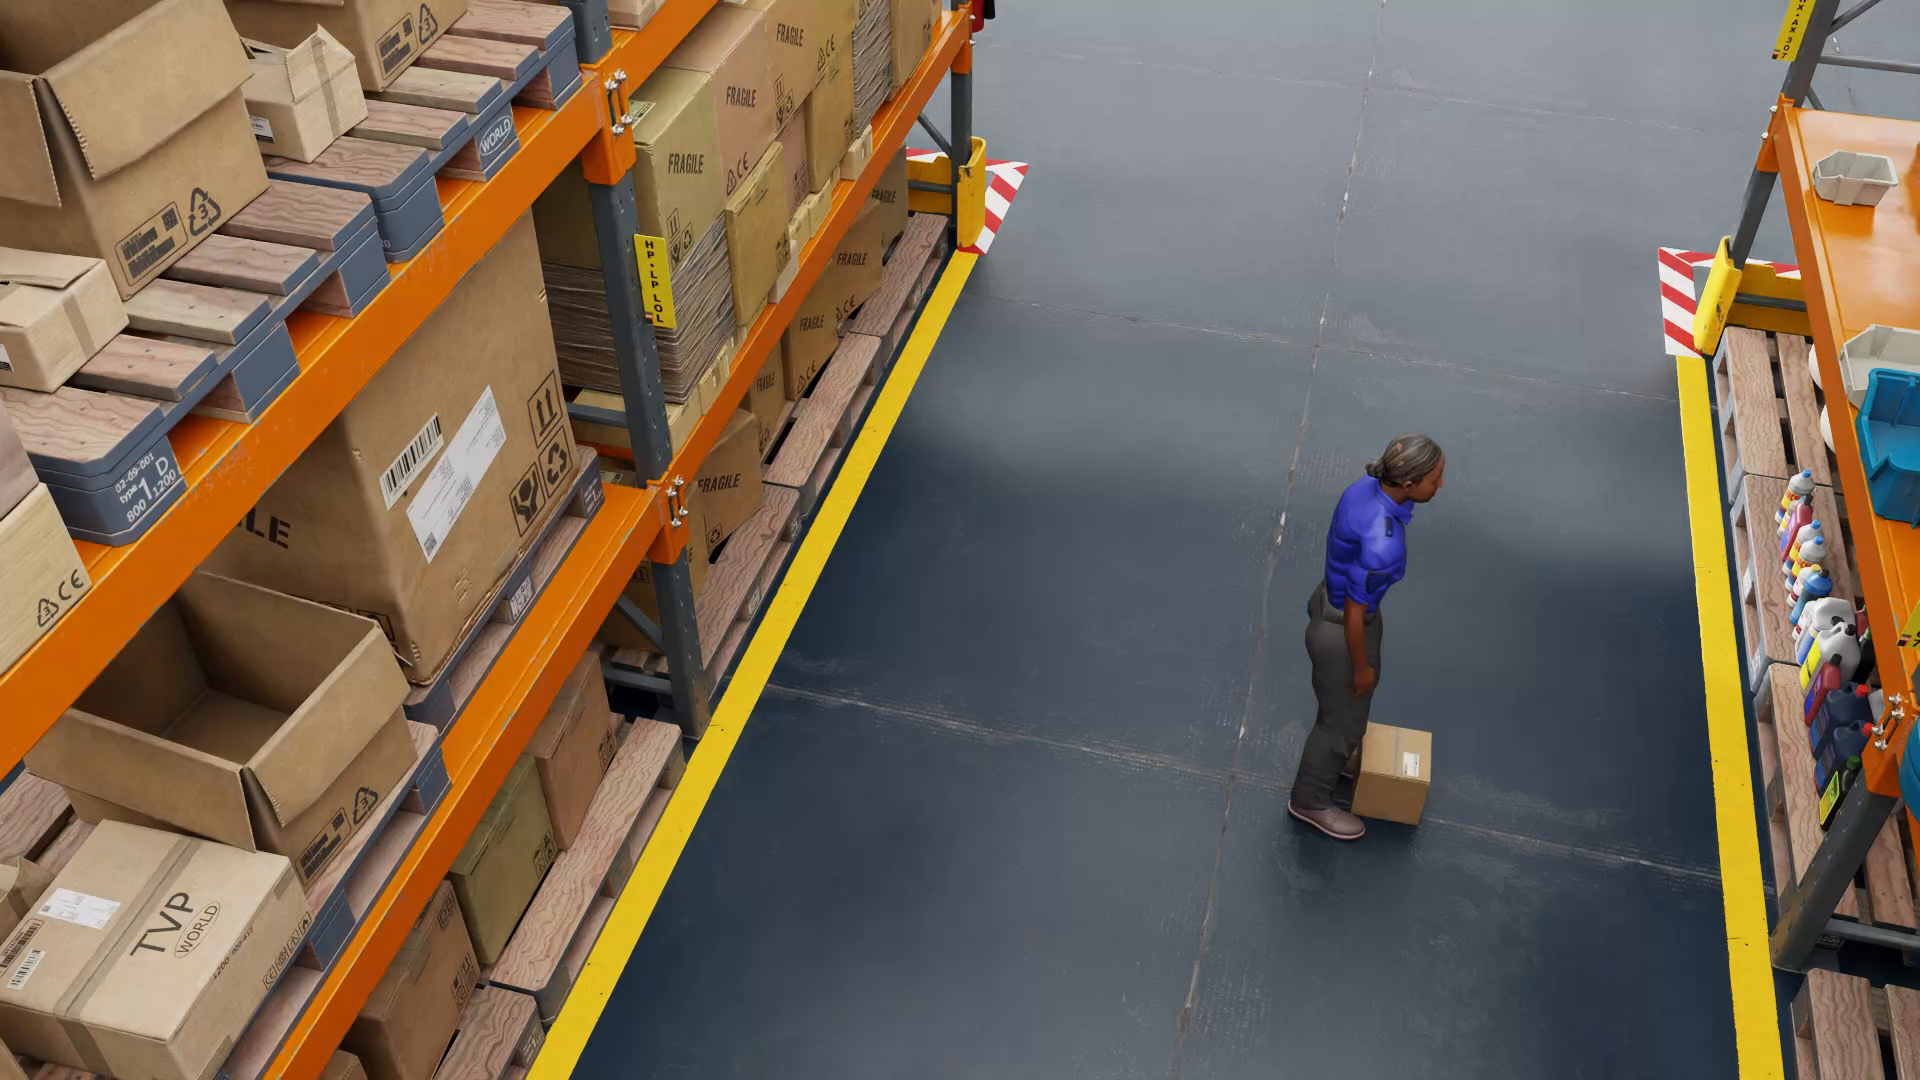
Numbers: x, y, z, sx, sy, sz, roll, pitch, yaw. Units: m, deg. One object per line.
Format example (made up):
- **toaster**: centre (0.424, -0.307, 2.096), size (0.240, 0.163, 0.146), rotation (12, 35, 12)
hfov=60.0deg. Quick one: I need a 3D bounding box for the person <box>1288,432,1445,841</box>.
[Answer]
- **person**: centre (1.411, 0.314, 5.805), size (0.403, 1.654, 0.531), rotation (8, 42, 9)
